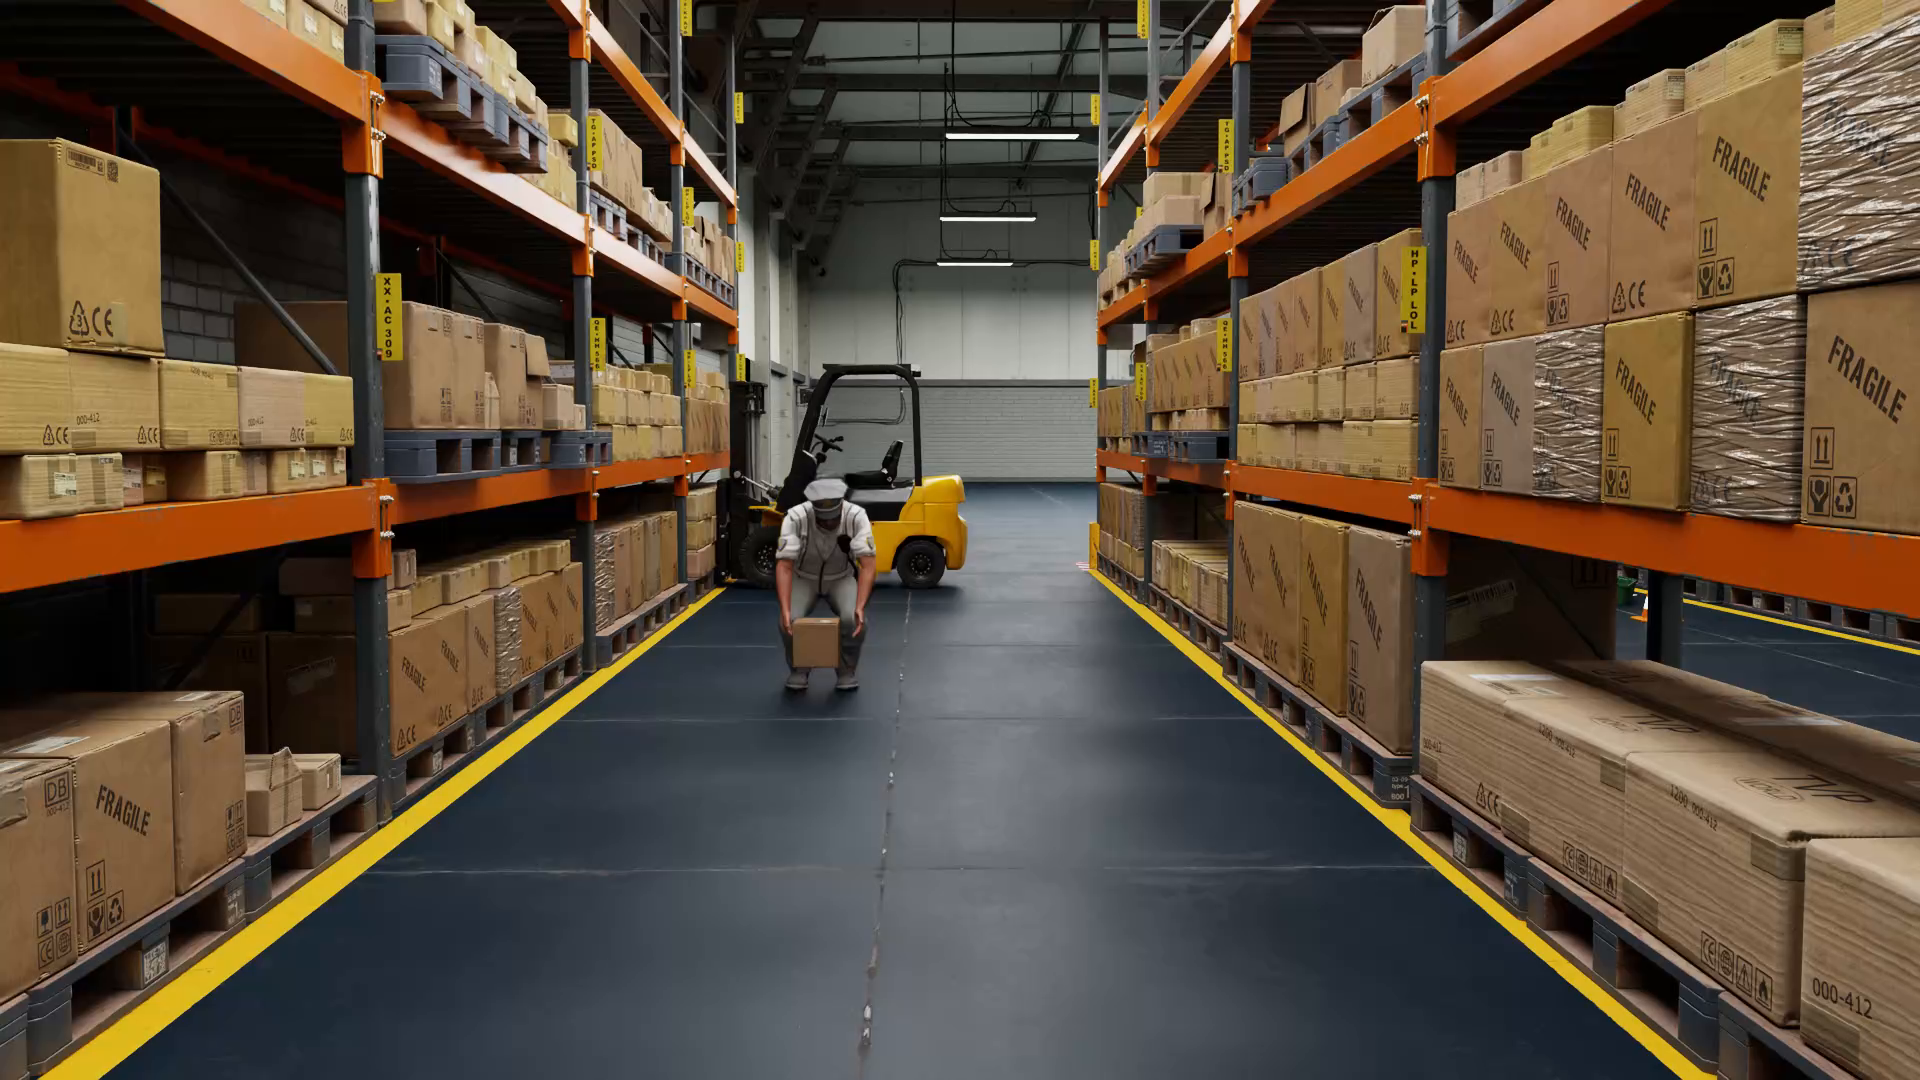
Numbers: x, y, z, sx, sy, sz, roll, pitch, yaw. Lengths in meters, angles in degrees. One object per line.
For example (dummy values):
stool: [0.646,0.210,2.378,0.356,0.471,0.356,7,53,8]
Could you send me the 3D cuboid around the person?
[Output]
person: [-0.773,0.257,9.695,0.581,1.241,0.882,0,4,-1]
